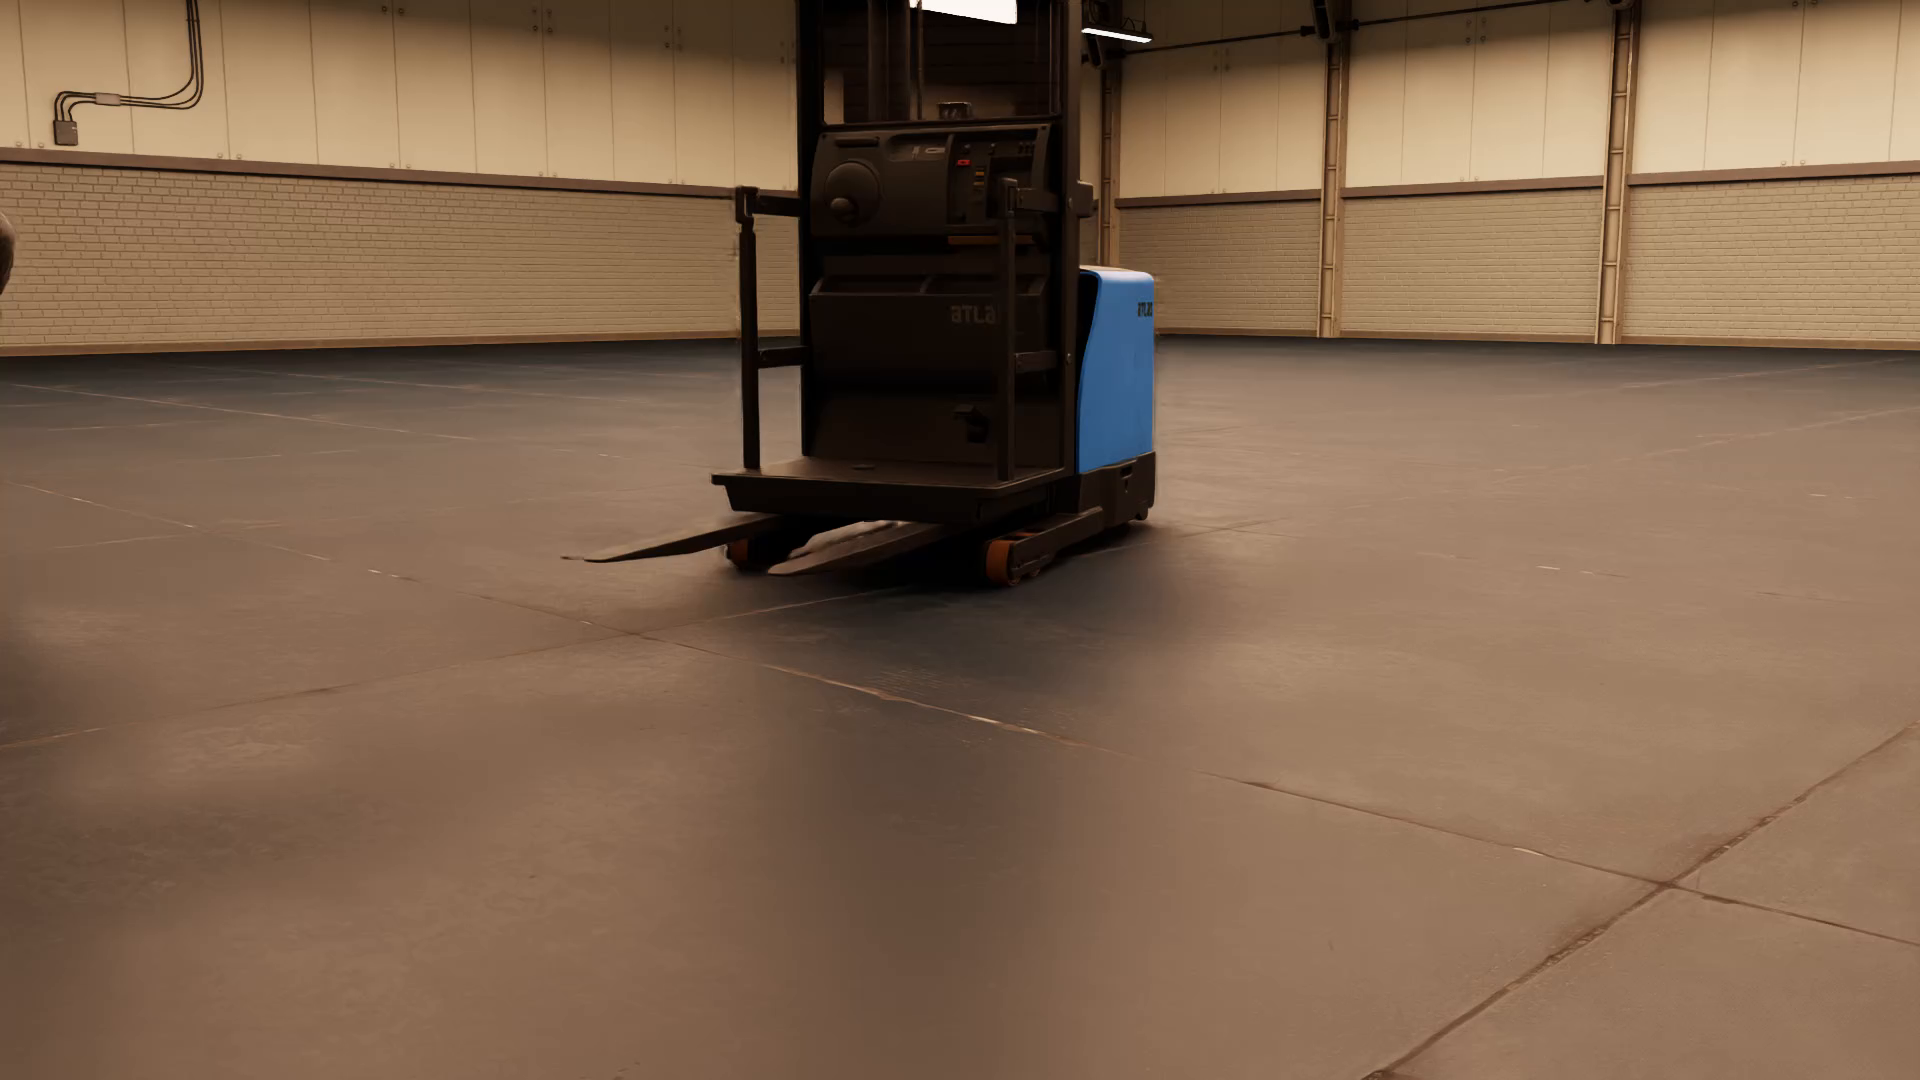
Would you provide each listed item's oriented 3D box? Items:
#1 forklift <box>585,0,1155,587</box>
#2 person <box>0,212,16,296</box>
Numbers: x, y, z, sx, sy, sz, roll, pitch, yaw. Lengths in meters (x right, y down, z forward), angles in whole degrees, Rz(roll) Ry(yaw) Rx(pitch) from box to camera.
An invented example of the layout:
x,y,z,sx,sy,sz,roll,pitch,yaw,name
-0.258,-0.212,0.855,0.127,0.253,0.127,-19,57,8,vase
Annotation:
x,y,z,sx,sy,sz,roll,pitch,yaw,name
-0.197,-1.360,5.906,1.130,2.935,3.031,4,9,23,forklift
-3.293,-0.600,5.072,0.728,1.690,0.511,-7,11,-40,person
